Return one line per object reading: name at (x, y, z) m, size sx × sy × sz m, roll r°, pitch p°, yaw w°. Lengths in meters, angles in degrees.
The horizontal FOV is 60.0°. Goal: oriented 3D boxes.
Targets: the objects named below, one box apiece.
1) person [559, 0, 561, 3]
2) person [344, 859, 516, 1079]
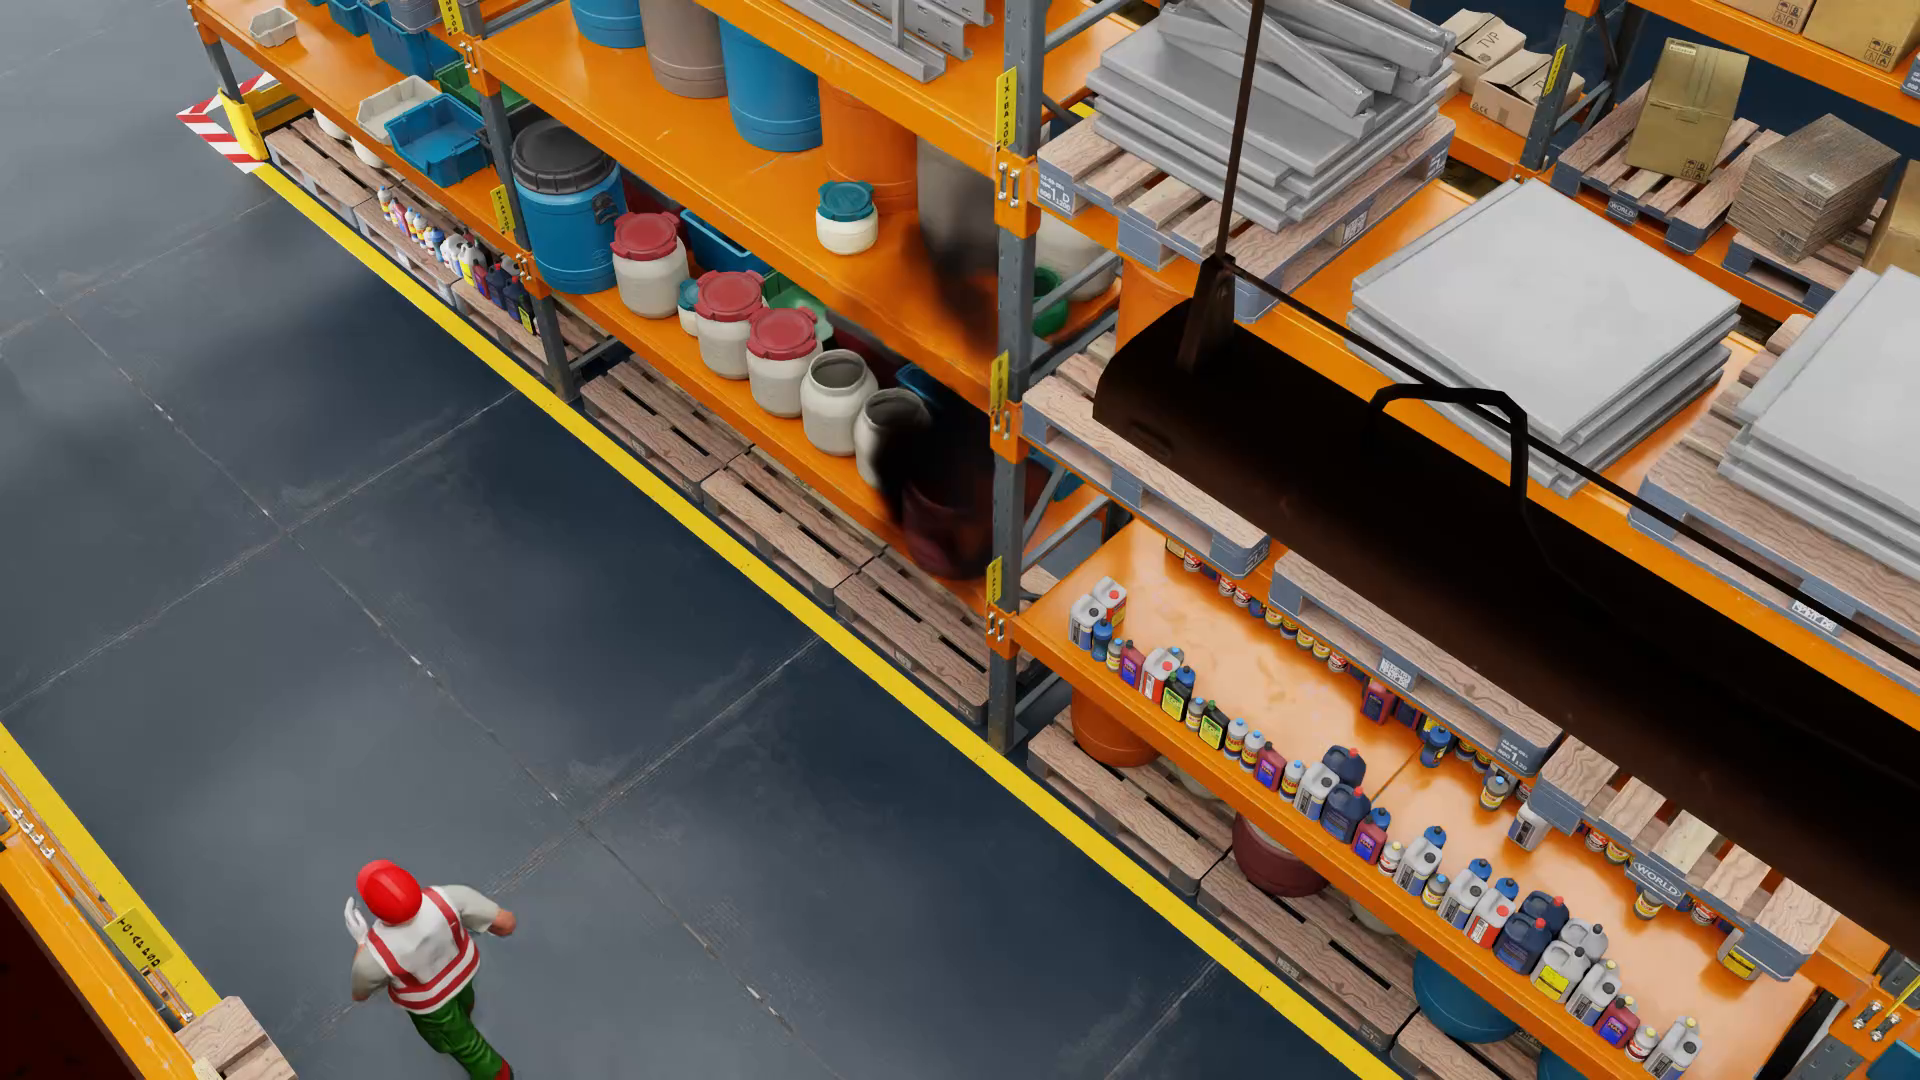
person at (-2.684, -3.786, 12.429) m, size 0.723 × 1.784 × 0.665 m, roll 35°, pitch 58°, yaw 26°
person at (-2.283, 1.891, 7.228) m, size 0.913 × 1.816 × 0.658 m, roll 30°, pitch 56°, yaw 23°
